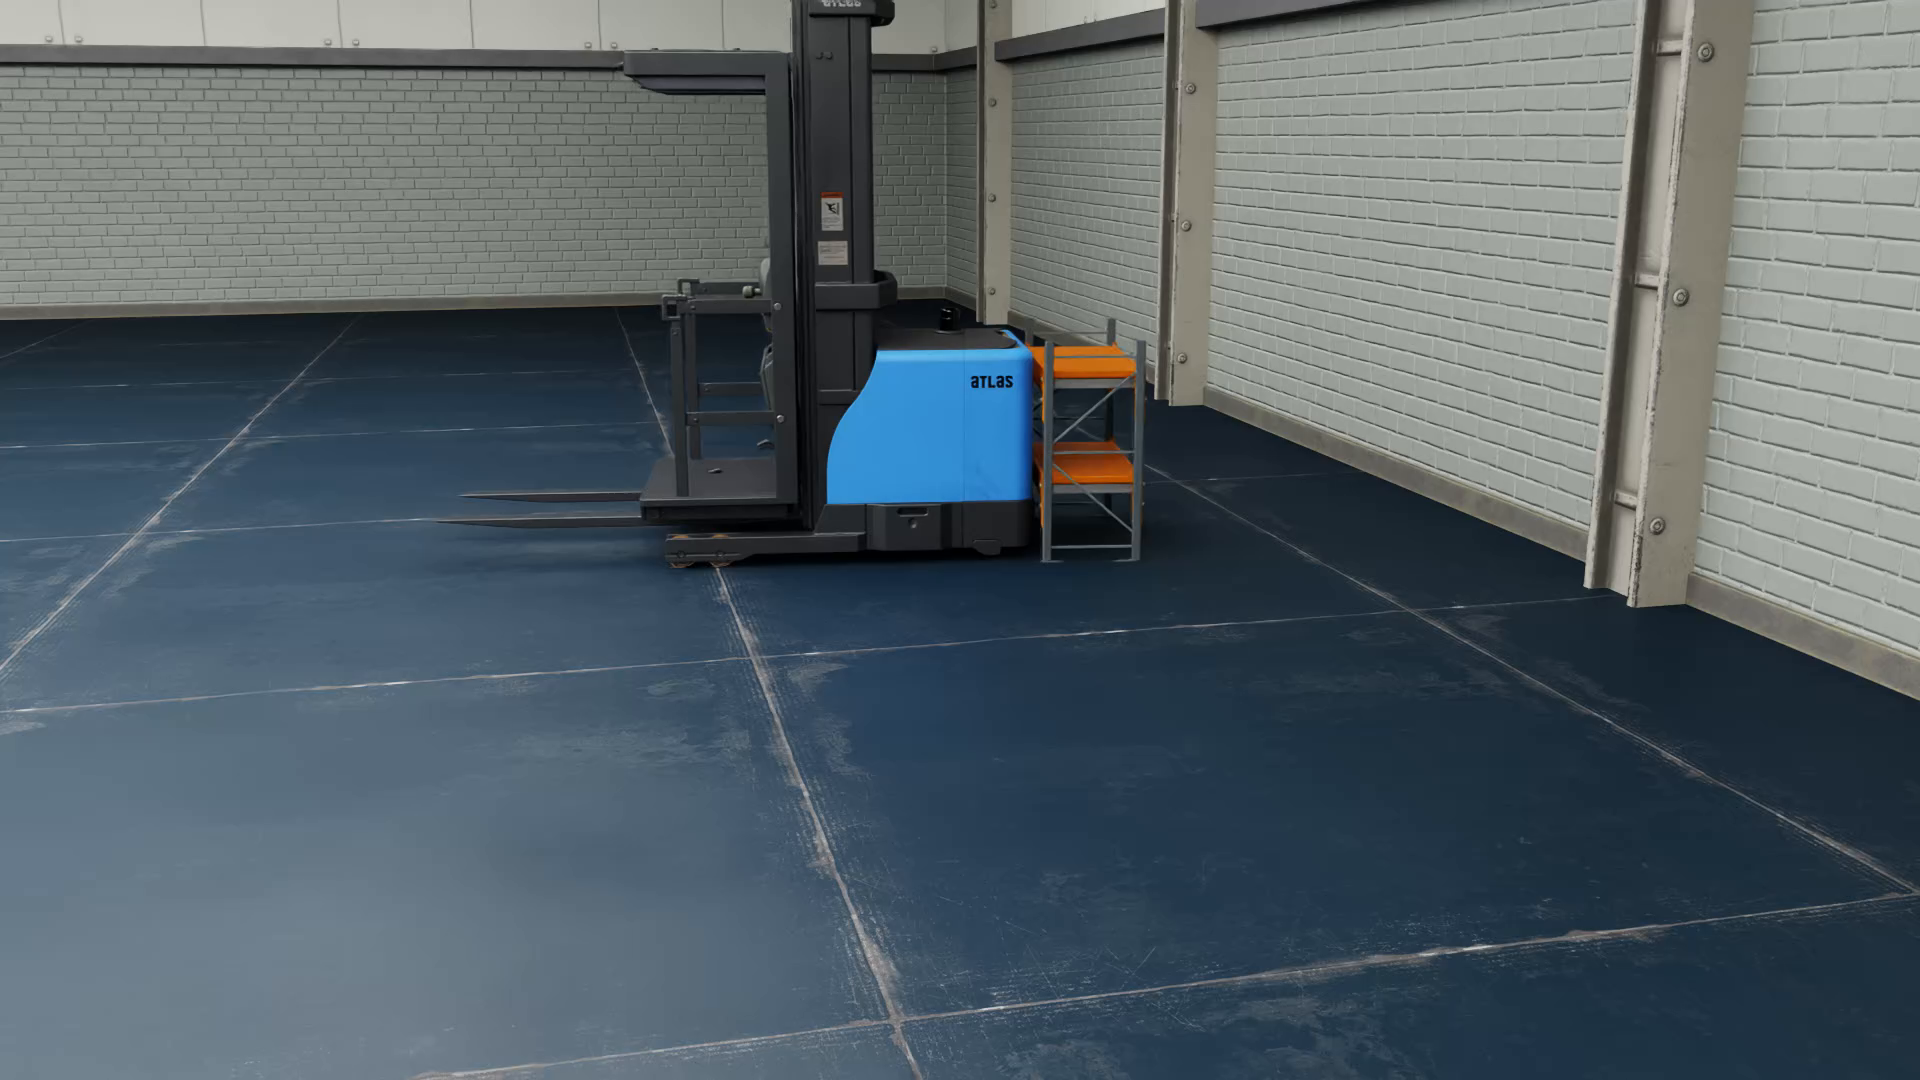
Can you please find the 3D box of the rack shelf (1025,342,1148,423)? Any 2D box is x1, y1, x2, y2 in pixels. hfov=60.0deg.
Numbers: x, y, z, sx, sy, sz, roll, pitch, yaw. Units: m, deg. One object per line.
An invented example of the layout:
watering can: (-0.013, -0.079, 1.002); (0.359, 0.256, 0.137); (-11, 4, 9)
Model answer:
rack shelf: (0.641, -0.842, 8.769); (0.538, 0.278, 1.000); (-1, 14, -3)

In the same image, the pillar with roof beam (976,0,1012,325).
pillar with roof beam: (-3.800, -6.643, 17.156); (9.100, 9.000, 0.400); (-3, 14, -13)

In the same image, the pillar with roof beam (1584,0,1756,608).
pillar with roof beam: (-0.982, -3.874, 5.825); (9.100, 9.000, 0.400); (-3, 14, -13)

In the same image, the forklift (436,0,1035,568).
forklift: (-1.164, -1.413, 8.536); (3.031, 2.935, 1.130); (-1, 14, -5)

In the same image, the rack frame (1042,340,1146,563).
rack frame: (0.669, -0.437, 8.346); (0.500, 1.125, 0.032); (-1, 14, -3)

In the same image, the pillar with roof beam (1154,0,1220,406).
pillar with roof beam: (-2.391, -5.259, 11.491); (9.100, 9.000, 0.400); (-3, 14, -13)

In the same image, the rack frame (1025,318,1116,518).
rack frame: (0.613, -0.678, 9.332); (0.500, 1.125, 0.032); (-1, 14, -3)

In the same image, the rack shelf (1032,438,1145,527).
rack shelf: (0.641, -0.320, 8.897); (0.538, 0.278, 1.000); (-1, 14, -3)

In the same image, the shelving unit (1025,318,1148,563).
shelving unit: (0.641, -0.557, 8.839); (0.538, 1.125, 1.048); (-1, 14, -3)
